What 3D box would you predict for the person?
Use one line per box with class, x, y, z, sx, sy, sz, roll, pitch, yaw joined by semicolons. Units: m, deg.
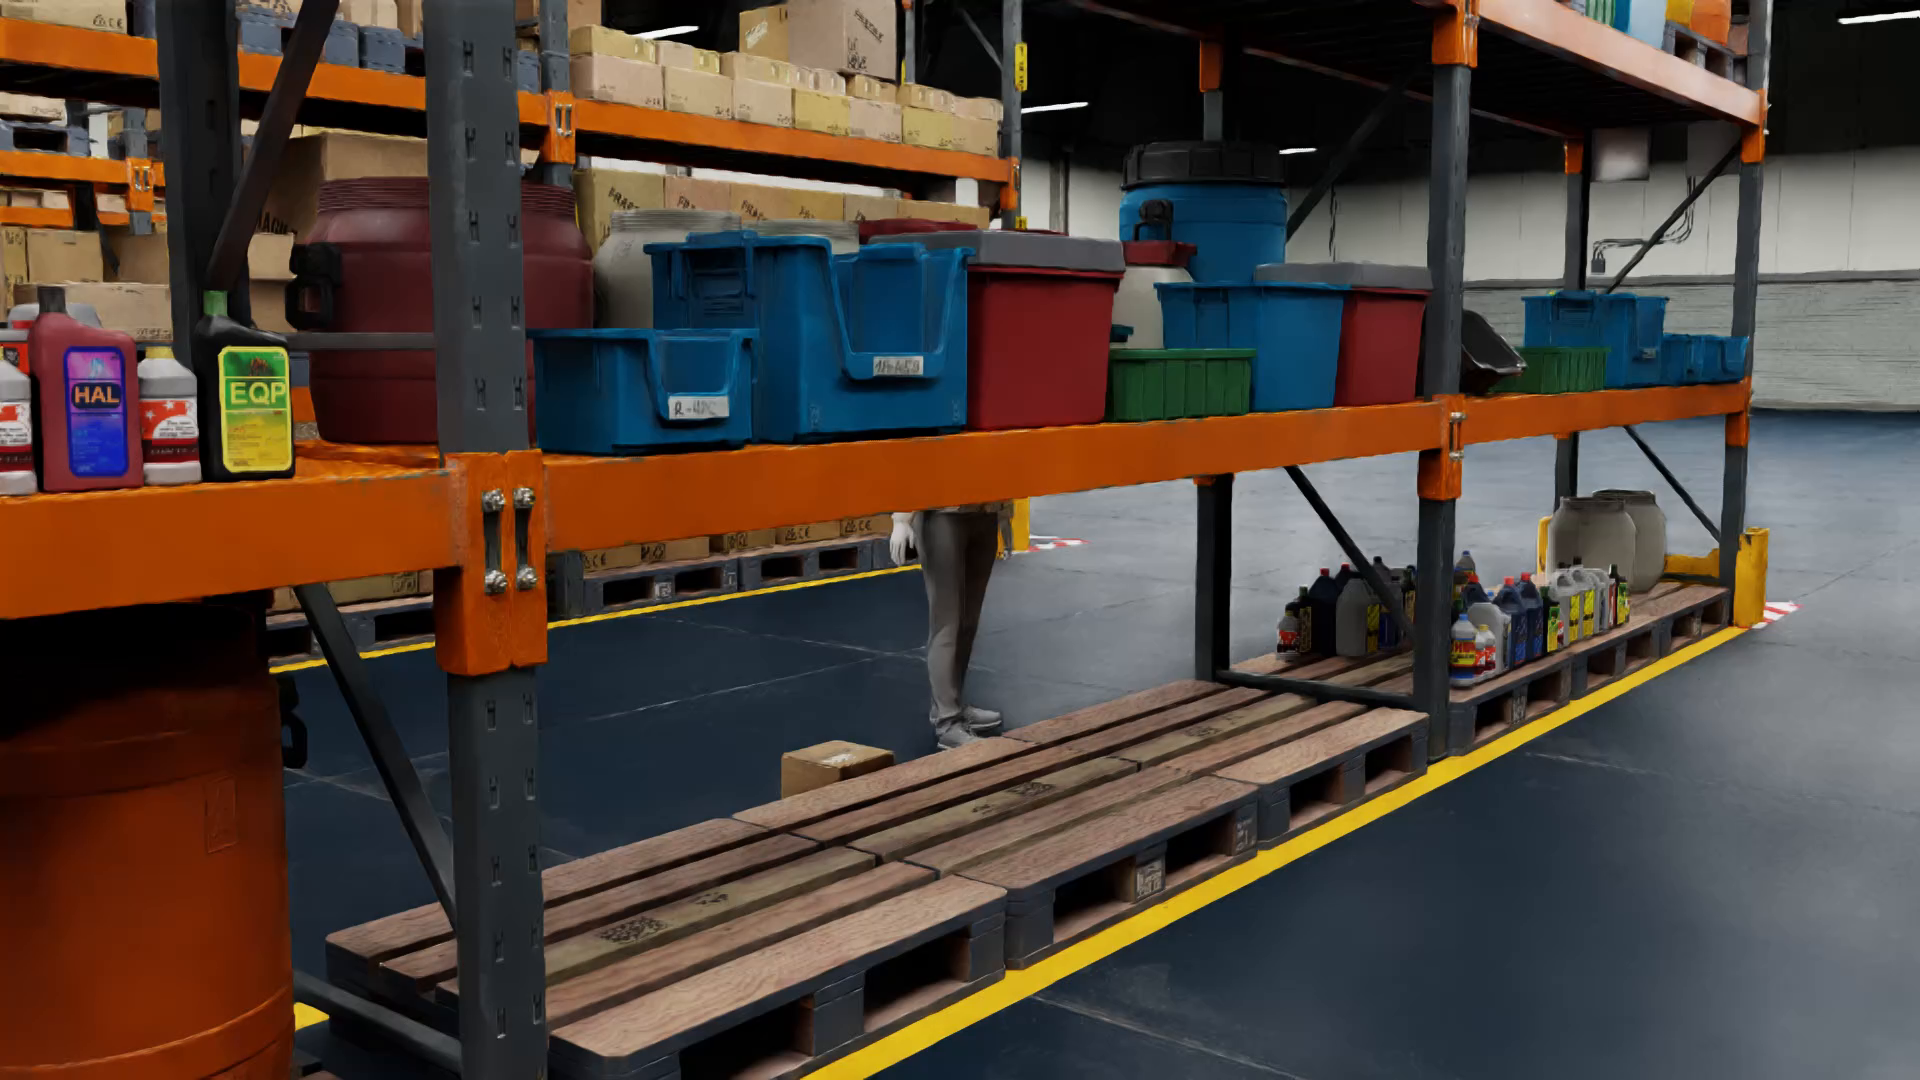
person;-0.004;-0.069;6.116;0.561;1.666;0.644;7;9;44
